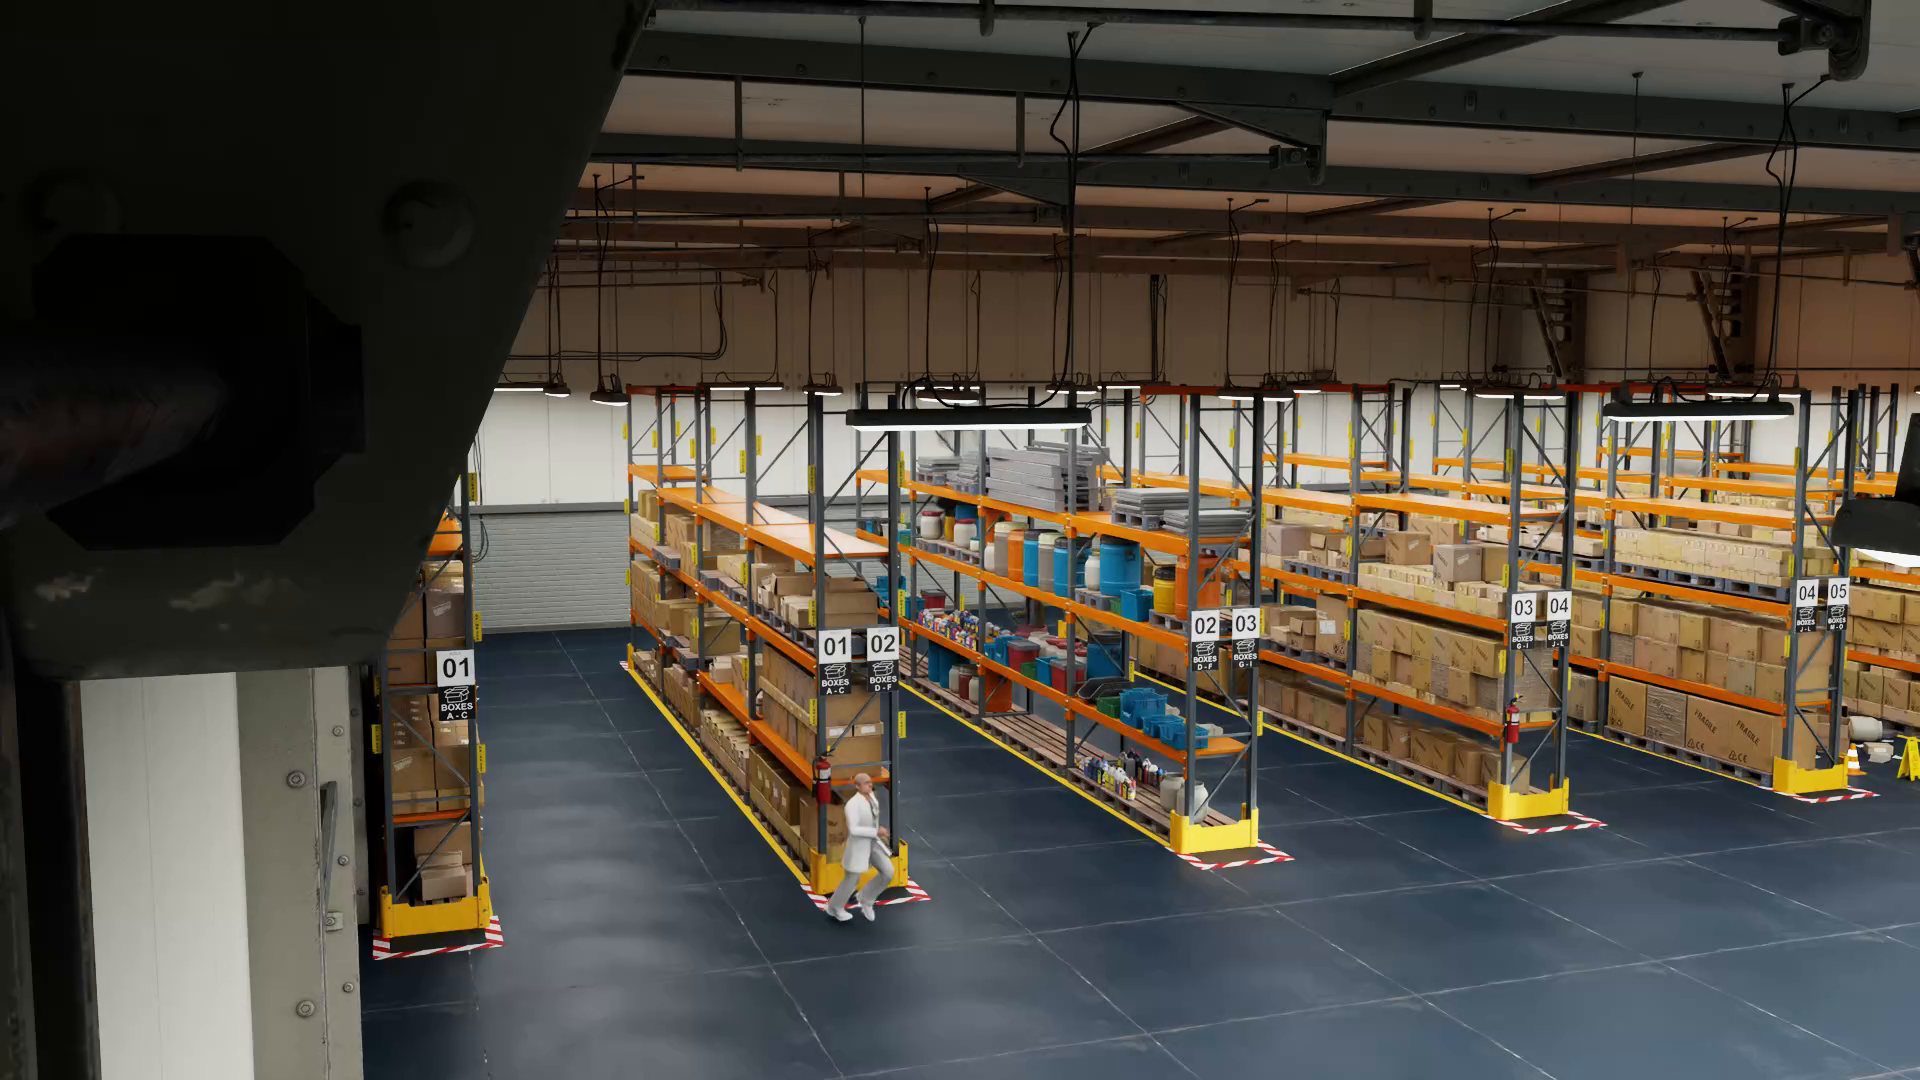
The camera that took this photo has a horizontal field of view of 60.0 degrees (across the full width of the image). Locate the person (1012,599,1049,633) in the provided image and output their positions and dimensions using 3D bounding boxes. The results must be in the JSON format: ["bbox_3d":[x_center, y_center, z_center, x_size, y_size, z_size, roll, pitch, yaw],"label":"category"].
[{"bbox_3d":[1.699,1.440,39.967,0.947,1.616,0.719,1,6,12],"label":"person"}]

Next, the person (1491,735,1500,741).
[{"bbox_3d":[9.027,2.512,28.720,0.698,1.771,1.059,-3,6,-23],"label":"person"}]

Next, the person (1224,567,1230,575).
[{"bbox_3d":[6.457,1.372,40.495,0.548,1.568,0.590,5,8,39],"label":"person"}]

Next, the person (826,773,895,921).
[{"bbox_3d":[-1.077,3.488,18.927,0.892,1.730,0.734,4,7,33],"label":"person"}]
